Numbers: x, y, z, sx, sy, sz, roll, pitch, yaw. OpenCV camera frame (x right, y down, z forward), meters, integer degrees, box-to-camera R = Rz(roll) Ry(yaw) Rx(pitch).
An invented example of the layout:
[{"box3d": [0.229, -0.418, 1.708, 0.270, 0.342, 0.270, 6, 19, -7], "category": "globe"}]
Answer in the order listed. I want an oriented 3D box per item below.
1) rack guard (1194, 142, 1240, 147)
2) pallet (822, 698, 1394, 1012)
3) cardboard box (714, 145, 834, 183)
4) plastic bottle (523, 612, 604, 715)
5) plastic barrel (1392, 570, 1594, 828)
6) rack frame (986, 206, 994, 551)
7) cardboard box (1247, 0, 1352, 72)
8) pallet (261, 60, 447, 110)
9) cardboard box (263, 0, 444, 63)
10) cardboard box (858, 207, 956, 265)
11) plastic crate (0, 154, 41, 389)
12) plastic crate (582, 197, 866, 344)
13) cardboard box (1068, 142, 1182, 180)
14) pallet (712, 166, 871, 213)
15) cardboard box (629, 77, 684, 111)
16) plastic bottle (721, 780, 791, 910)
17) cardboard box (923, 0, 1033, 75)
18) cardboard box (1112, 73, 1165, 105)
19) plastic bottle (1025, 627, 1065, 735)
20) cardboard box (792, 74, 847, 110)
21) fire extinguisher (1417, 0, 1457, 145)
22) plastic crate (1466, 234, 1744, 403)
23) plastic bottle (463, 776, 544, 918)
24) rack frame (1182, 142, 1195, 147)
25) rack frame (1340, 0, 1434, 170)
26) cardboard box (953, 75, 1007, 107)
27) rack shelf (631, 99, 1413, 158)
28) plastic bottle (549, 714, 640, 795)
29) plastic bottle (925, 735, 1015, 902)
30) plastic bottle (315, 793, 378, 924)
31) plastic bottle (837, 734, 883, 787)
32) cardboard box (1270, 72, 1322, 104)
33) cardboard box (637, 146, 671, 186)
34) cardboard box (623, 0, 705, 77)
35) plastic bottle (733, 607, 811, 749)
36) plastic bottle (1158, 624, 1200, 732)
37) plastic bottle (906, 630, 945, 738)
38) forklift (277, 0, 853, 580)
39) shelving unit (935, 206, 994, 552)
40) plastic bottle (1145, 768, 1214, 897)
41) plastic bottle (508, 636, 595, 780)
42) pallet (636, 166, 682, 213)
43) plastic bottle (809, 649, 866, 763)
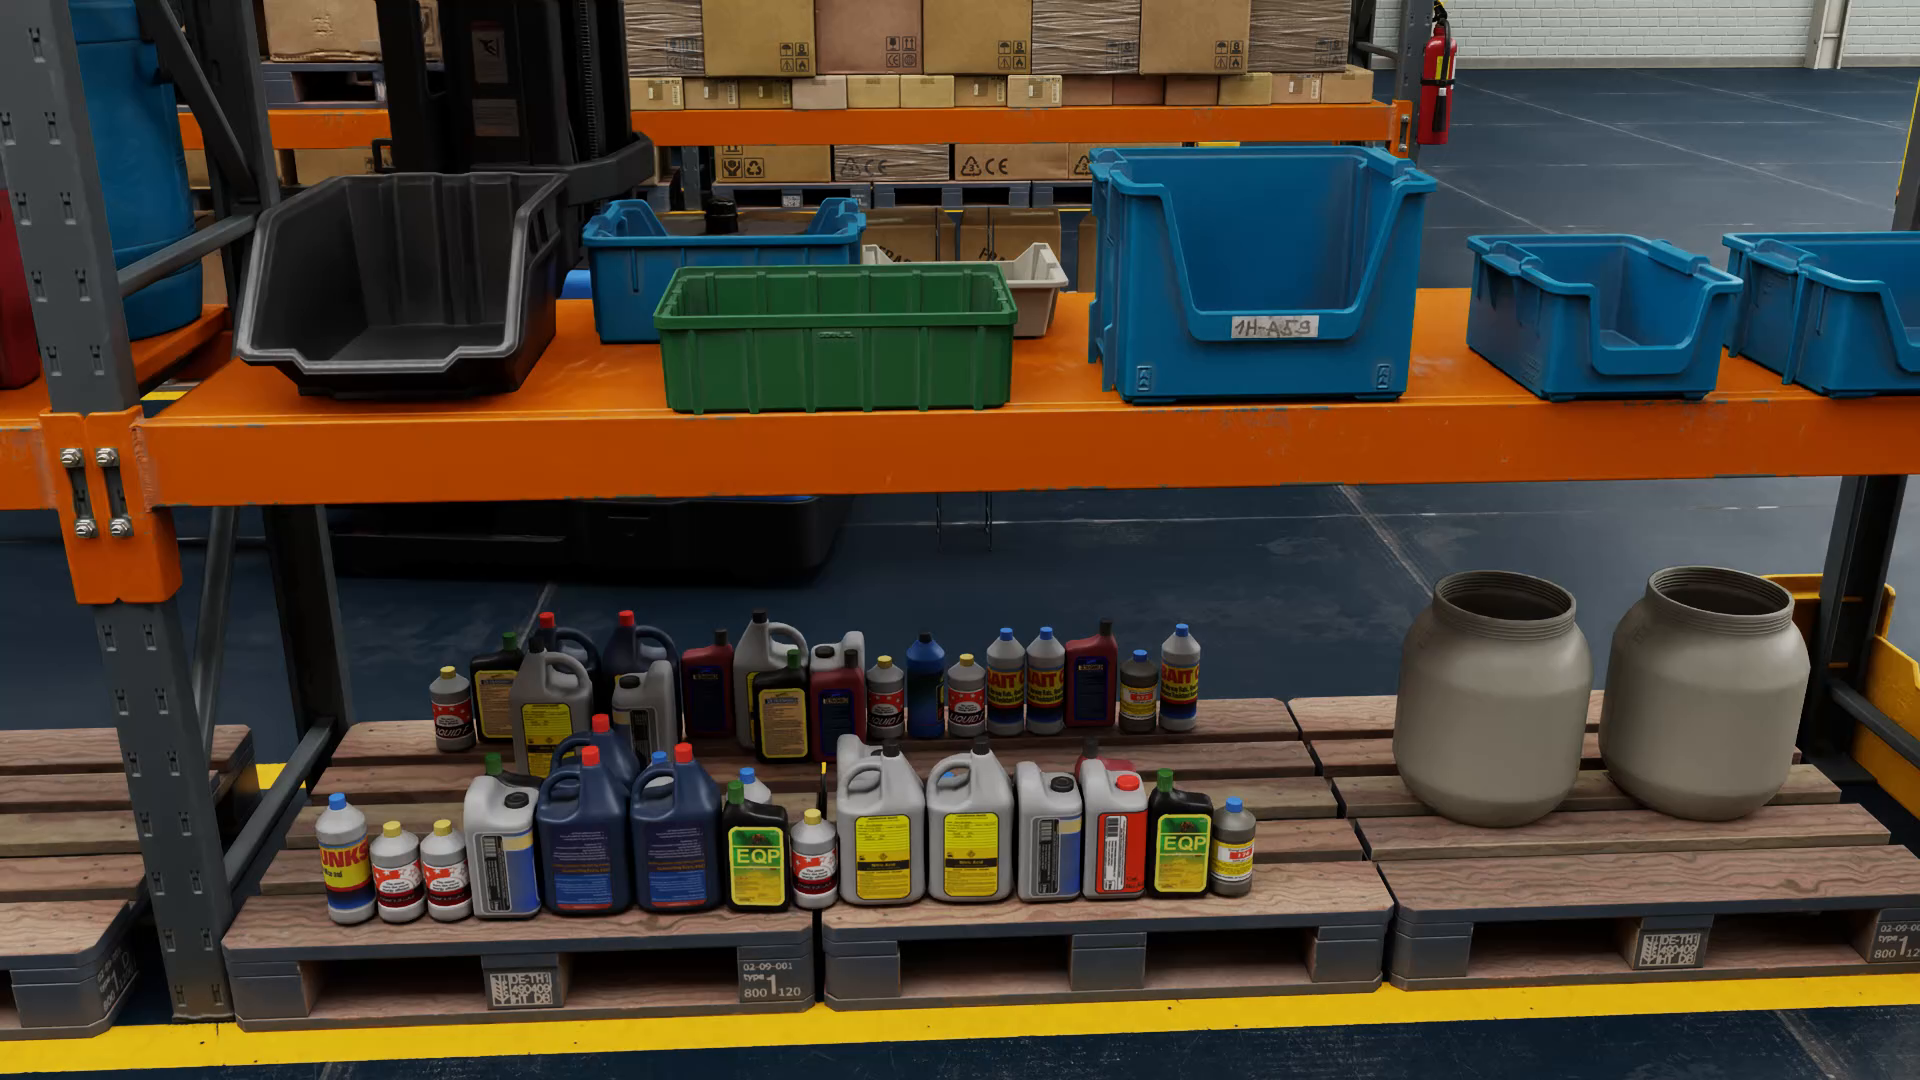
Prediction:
[{"box3d": [1.945, -3.009, 13.321, 0.348, 0.500, 1.175, -1, 21, -3], "category": "rack guard"}, {"box3d": [0.286, 0.707, 3.968, 1.213, 0.211, 1.003, -1, 21, -3], "category": "pallet"}, {"box3d": [-1.441, -3.286, 12.933, 0.875, 0.875, 0.875, -1, 21, -2], "category": "cardboard box"}, {"box3d": [-0.981, 0.345, 4.103, 0.185, 0.351, 0.144, -2, 21, -4], "category": "plastic bottle"}, {"box3d": [1.232, 0.364, 3.855, 0.421, 0.512, 0.421, 0, 21, 0], "category": "plastic barrel"}, {"box3d": [0.106, -0.563, 5.913, 0.006, 1.200, 0.240, -1, 21, -3], "category": "rack frame"}, {"box3d": [1.552, -2.597, 8.167, 0.500, 0.500, 0.875, -1, 21, -3], "category": "cardboard box"}, {"box3d": [-2.662, -2.278, 8.157, 1.213, 0.211, 1.003, -1, 21, -3], "category": "pallet"}, {"box3d": [-2.692, -2.841, 7.935, 1.000, 1.000, 1.000, -1, 21, -3], "category": "cardboard box"}, {"box3d": [-0.302, -1.408, 8.526, 0.500, 0.500, 0.500, -3, 21, -8], "category": "cardboard box"}, {"box3d": [-2.074, -0.483, 3.084, 0.583, 0.464, 0.402, -1, 21, -3], "category": "plastic crate"}, {"box3d": [-0.518, -0.621, 3.745, 0.616, 0.251, 0.499, -1, 21, -3], "category": "plastic crate"}, {"box3d": [1.247, -3.342, 13.080, 0.875, 0.875, 0.875, -1, 21, -3], "category": "cardboard box"}, {"box3d": [-1.309, -2.779, 13.125, 1.213, 0.211, 1.003, -1, 21, -3], "category": "pallet"}, {"box3d": [-1.408, -2.112, 7.805, 0.250, 0.149, 0.380, -1, 21, -3], "category": "cardboard box"}, {"box3d": [-0.423, 0.631, 3.447, 0.133, 0.283, 0.061, 0, 21, -1], "category": "plastic bottle"}, {"box3d": [0.058, -2.543, 8.026, 0.500, 0.500, 0.875, -1, 21, -3], "category": "cardboard box"}, {"box3d": [0.831, -2.198, 8.030, 0.250, 0.149, 0.380, -1, 21, -3], "category": "cardboard box"}, {"box3d": [0.216, 0.350, 4.203, 0.097, 0.271, 0.097, 0, 21, 0], "category": "plastic bottle"}, {"box3d": [-0.659, -2.125, 7.841, 0.250, 0.149, 0.380, -1, 21, -3], "category": "cardboard box"}, {"box3d": [2.243, -2.215, 7.831, 0.183, 0.674, 0.296, -1, 21, -3], "category": "fire extinguisher"}, {"box3d": [1.254, -0.456, 3.311, 0.408, 0.251, 0.499, -1, 21, -3], "category": "plastic crate"}, {"box3d": [-0.944, 0.629, 3.464, 0.135, 0.276, 0.152, 0, 21, -1], "category": "plastic bottle"}, {"box3d": [1.921, -4.176, 12.874, 0.127, 3.000, 1.000, -1, 21, -3], "category": "rack frame"}, {"box3d": [2.103, -2.412, 8.241, 0.127, 3.000, 1.000, -1, 21, -3], "category": "rack frame"}, {"box3d": [0.085, -2.168, 7.952, 0.250, 0.149, 0.380, -1, 21, -3], "category": "cardboard box"}, {"box3d": [0.106, -2.035, 8.263, 4.000, 0.370, 1.077, -1, 21, -3], "category": "rack shelf"}, {"box3d": [-0.787, 0.541, 3.590, 0.185, 0.351, 0.144, -1, 21, -3], "category": "plastic bottle"}, {"box3d": [0.020, 0.576, 3.498, 0.185, 0.351, 0.144, 0, 21, -1], "category": "plastic bottle"}, {"box3d": [-1.265, 0.647, 3.422, 0.097, 0.271, 0.097, 0, 21, 0], "category": "plastic bottle"}, {"box3d": [-0.199, 0.562, 3.638, 0.135, 0.276, 0.152, -1, 21, -3], "category": "plastic bottle"}, {"box3d": [1.580, -2.211, 8.065, 0.250, 0.149, 0.380, -1, 21, -3], "category": "cardboard box"}, {"box3d": [-2.687, -3.195, 12.870, 0.750, 0.750, 1.050, -1, 21, -3], "category": "cardboard box"}, {"box3d": [-1.438, -2.504, 7.923, 0.500, 0.500, 0.875, -1, 21, -3], "category": "cardboard box"}, {"box3d": [-0.467, 0.335, 4.130, 0.185, 0.351, 0.144, -1, 21, -3], "category": "plastic bottle"}, {"box3d": [0.558, 0.343, 4.221, 0.097, 0.271, 0.097, 0, 21, 0], "category": "plastic bottle"}, {"box3d": [-0.087, 0.356, 4.187, 0.097, 0.271, 0.097, 0, 21, 0], "category": "plastic bottle"}, {"box3d": [-1.940, -1.431, 5.760, 3.031, 2.935, 1.130, 2, 21, 5], "category": "forklift"}, {"box3d": [0.014, -0.561, 5.908, 0.189, 1.200, 0.258, -1, 21, -3], "category": "shelving unit"}, {"box3d": [0.461, 0.613, 3.495, 0.133, 0.283, 0.061, -1, 21, -2], "category": "plastic bottle"}, {"box3d": [-0.973, 0.397, 3.968, 0.185, 0.351, 0.144, -1, 21, -3], "category": "plastic bottle"}, {"box3d": [-2.839, -2.749, 13.046, 1.213, 0.211, 1.003, -1, 21, -3], "category": "pallet"}, {"box3d": [-0.298, 0.402, 4.048, 0.133, 0.283, 0.061, -1, 21, -3], "category": "plastic bottle"}]
